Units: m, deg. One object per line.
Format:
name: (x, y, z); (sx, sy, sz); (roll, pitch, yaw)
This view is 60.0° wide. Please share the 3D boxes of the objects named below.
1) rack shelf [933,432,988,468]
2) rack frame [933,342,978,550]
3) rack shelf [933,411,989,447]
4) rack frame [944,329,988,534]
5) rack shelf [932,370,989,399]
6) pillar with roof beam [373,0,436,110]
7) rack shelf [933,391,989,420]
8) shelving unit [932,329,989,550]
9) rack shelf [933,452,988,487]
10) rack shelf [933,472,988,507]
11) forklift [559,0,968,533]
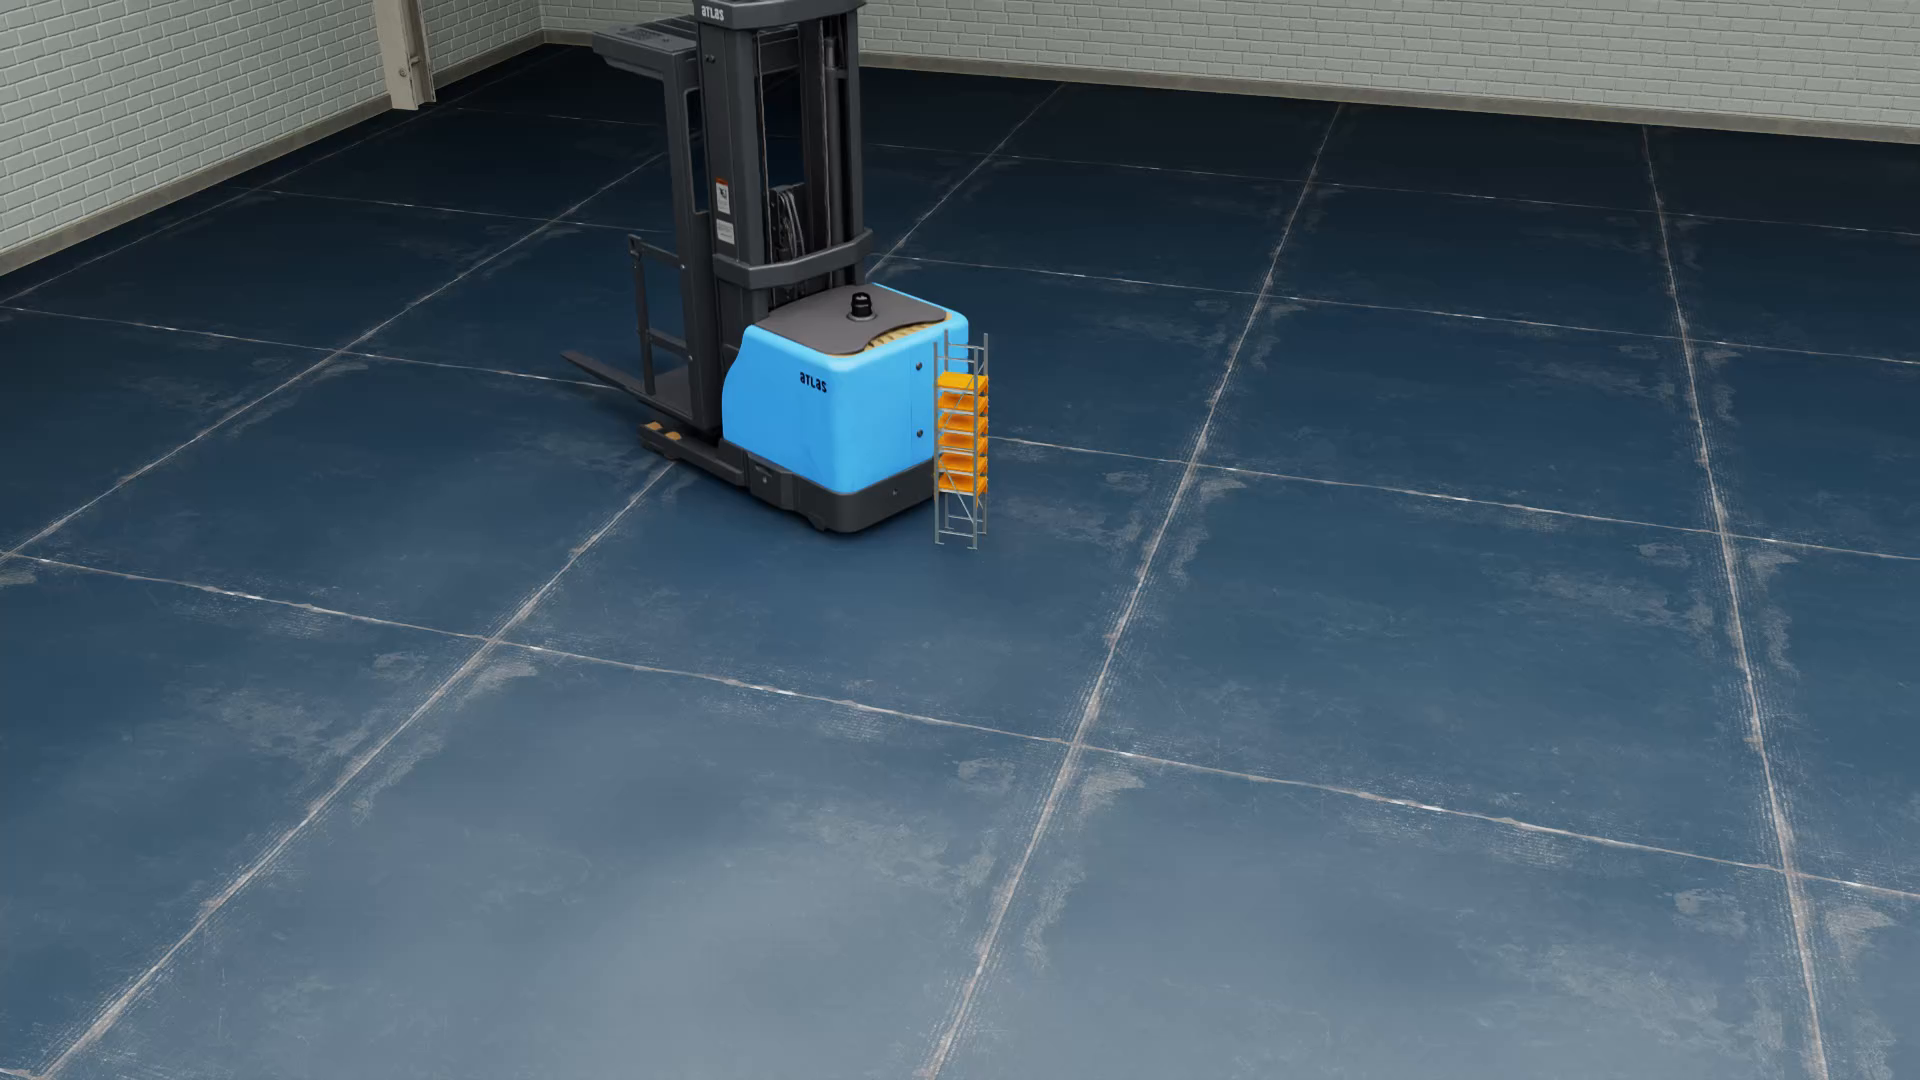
rack shelf: (0.004, -0.492, 8.992); (0.258, 0.103, 0.180); (8, 30, 15)
rack frame: (-0.023, -0.489, 8.894); (0.240, 1.200, 0.006); (8, 30, 15)
rack shelf: (0.004, -0.597, 8.934); (0.258, 0.103, 0.180); (8, 30, 15)
rack frame: (0.031, -0.574, 9.047); (0.240, 1.200, 0.006); (8, 30, 15)
rack shelf: (0.004, -0.807, 8.817); (0.258, 0.103, 0.180); (8, 30, 15)
pillar with roof beam: (-1.632, -7.899, 14.192); (9.100, 9.000, 0.400); (8, 30, 15)
rack shelf: (0.004, -0.702, 8.875); (0.258, 0.103, 0.180); (8, 30, 15)
shelving unit: (0.004, -0.531, 8.970); (0.258, 1.200, 0.189); (8, 30, 15)
rack shelf: (0.004, -0.387, 9.050); (0.258, 0.103, 0.180); (8, 30, 15)
rack shelf: (0.004, -0.282, 9.109); (0.258, 0.103, 0.180); (8, 30, 15)
forklift: (-1.343, -1.932, 9.709); (3.031, 2.935, 1.130); (25, 38, 38)
